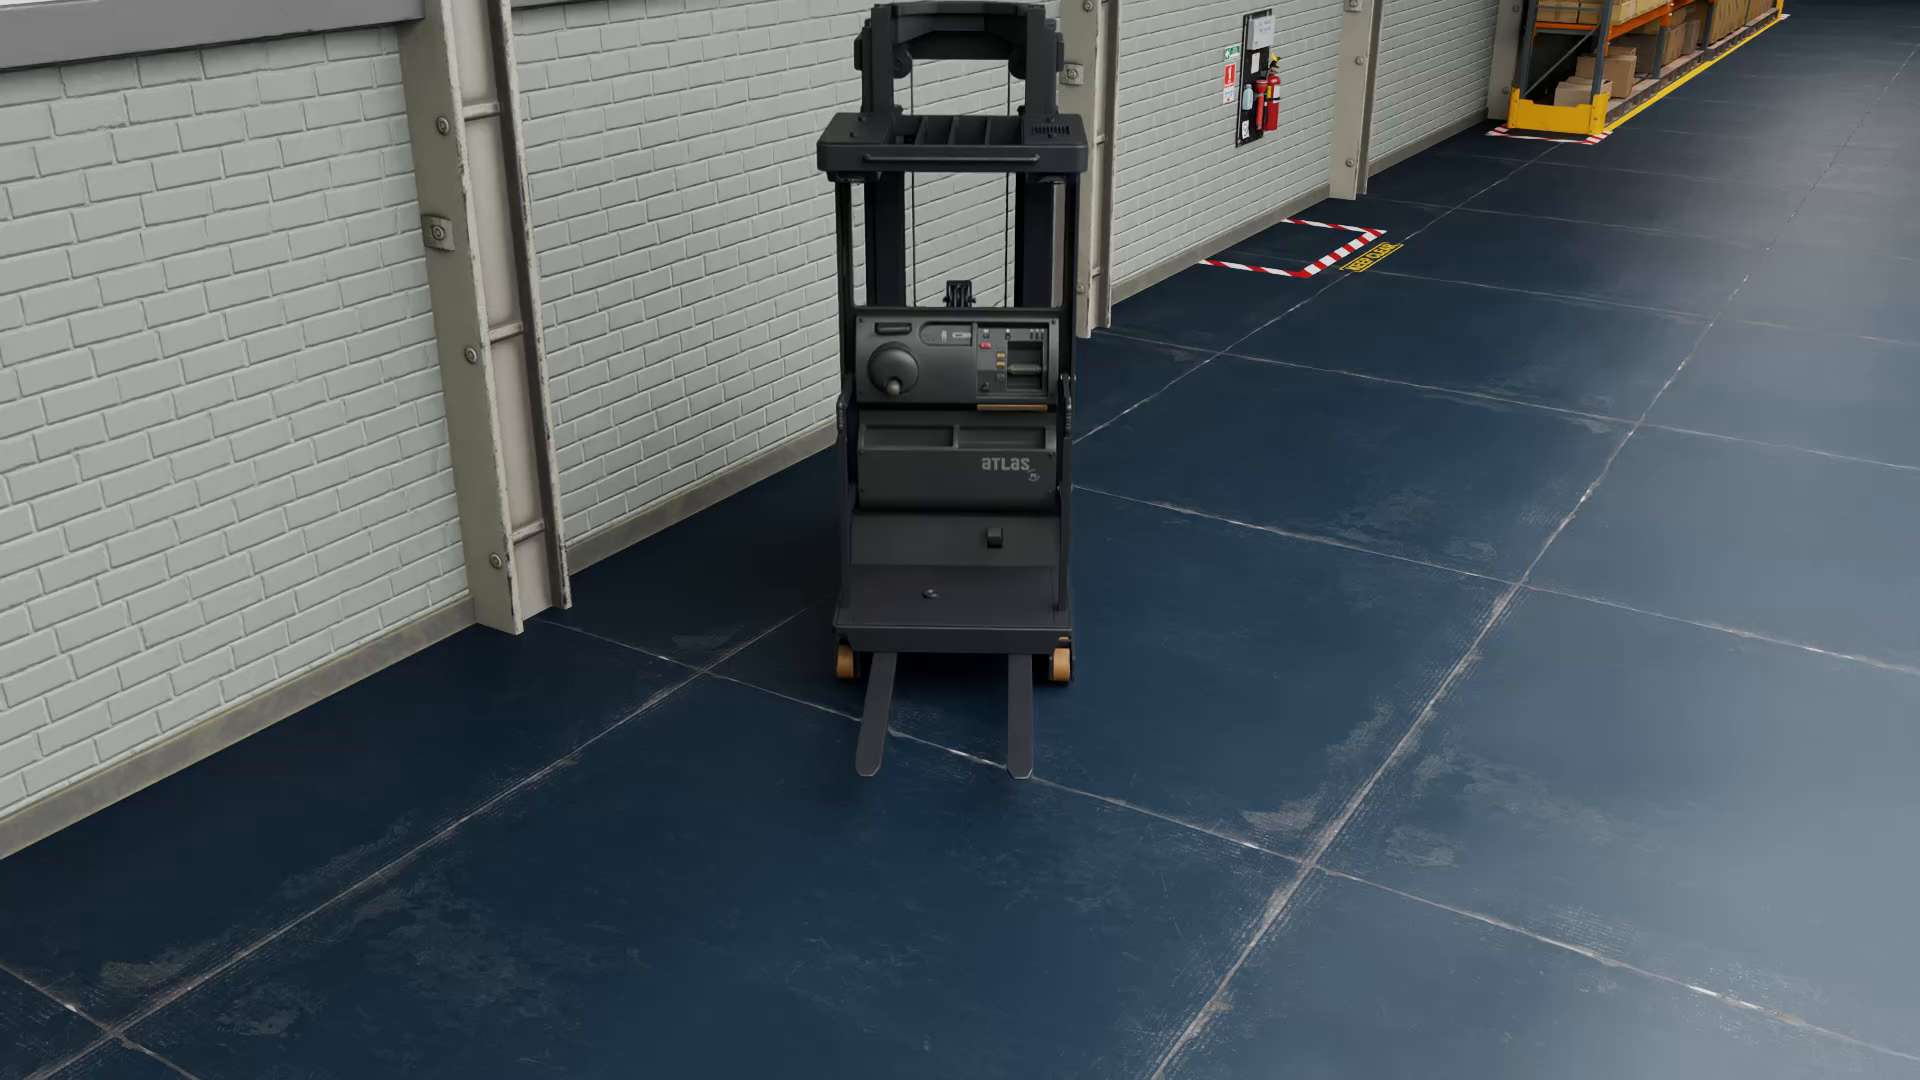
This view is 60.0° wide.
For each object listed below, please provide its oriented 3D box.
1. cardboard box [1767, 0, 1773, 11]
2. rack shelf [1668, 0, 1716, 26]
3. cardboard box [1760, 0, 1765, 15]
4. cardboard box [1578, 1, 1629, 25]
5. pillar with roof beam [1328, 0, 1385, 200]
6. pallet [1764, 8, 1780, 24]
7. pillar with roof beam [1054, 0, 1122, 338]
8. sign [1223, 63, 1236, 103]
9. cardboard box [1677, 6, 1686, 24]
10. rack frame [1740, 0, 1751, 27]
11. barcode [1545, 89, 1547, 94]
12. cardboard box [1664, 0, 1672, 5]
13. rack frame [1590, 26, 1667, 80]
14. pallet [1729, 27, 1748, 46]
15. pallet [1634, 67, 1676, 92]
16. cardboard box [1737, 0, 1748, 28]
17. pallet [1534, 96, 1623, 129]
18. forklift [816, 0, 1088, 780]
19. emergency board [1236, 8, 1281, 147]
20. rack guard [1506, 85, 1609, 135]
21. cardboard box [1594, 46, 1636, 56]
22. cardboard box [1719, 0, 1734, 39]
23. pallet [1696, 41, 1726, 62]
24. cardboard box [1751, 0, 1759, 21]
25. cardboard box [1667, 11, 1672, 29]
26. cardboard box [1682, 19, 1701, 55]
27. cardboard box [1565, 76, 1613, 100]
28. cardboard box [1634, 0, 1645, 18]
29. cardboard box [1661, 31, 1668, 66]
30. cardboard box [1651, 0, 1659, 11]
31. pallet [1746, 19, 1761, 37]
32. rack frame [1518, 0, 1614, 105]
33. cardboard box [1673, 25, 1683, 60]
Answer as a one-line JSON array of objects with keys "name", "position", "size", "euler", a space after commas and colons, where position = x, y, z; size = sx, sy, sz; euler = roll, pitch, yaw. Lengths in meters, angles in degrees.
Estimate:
[{"name": "cardboard box", "position": [15.808, -10.854, 33.165], "size": [0.700, 0.500, 0.500], "euler": [14, 27, 29]}, {"name": "rack shelf", "position": [10.818, -8.360, 25.692], "size": [1.077, 0.370, 4.000], "euler": [14, 27, 29]}, {"name": "cardboard box", "position": [15.280, -10.515, 32.382], "size": [0.700, 0.500, 0.500], "euler": [13, 27, 27]}, {"name": "cardboard box", "position": [8.180, -6.704, 21.124], "size": [0.500, 0.250, 0.500], "euler": [13, 27, 27]}, {"name": "pillar with roof beam", "position": [7.780, -6.909, 13.882], "size": [9.100, 9.000, 0.400], "euler": [14, 27, 29]}, {"name": "pallet", "position": [15.737, -10.500, 33.238], "size": [1.003, 0.211, 1.213], "euler": [14, 27, 29]}, {"name": "pillar with roof beam", "position": [4.615, -4.884, 9.204], "size": [9.100, 9.000, 0.400], "euler": [14, 27, 29]}, {"name": "sign", "position": [2.407, -4.083, 14.861], "size": [0.001, 0.329, 0.234], "euler": [14, 27, 29]}, {"name": "cardboard box", "position": [11.183, -8.331, 26.368], "size": [0.500, 0.250, 0.500], "euler": [14, 27, 30]}, {"name": "rack frame", "position": [13.983, -10.716, 30.227], "size": [1.000, 3.000, 0.127], "euler": [14, 27, 29]}, {"name": "barcode", "position": [7.764, -5.942, 22.020], "size": [0.001, 0.075, 0.075], "euler": [14, 27, 29]}, {"name": "cardboard box", "position": [9.770, -7.732, 23.500], "size": [0.500, 0.250, 0.500], "euler": [14, 27, 29]}, {"name": "rack frame", "position": [9.763, -8.015, 23.990], "size": [1.000, 3.000, 0.127], "euler": [14, 27, 29]}, {"name": "pallet", "position": [13.640, -9.160, 30.143], "size": [1.003, 0.211, 1.213], "euler": [14, 27, 29]}, {"name": "pallet", "position": [10.172, -6.999, 25.152], "size": [1.003, 0.211, 1.213], "euler": [14, 27, 29]}, {"name": "cardboard box", "position": [13.750, -9.675, 30.001], "size": [0.750, 0.750, 0.750], "euler": [14, 27, 30]}, {"name": "pallet", "position": [8.151, -5.678, 22.101], "size": [1.003, 0.211, 1.213], "euler": [14, 27, 29]}, {"name": "forklift", "position": [-0.018, -0.810, 7.432], "size": [1.130, 2.935, 3.031], "euler": [1, 23, 2]}, {"name": "emergency board", "position": [2.786, -4.232, 15.250], "size": [0.194, 1.169, 0.643], "euler": [14, 27, 29]}, {"name": "rack guard", "position": [7.693, -5.544, 21.427], "size": [1.175, 0.500, 0.348], "euler": [14, 27, 29]}, {"name": "cardboard box", "position": [9.249, -6.712, 23.570], "size": [0.500, 0.500, 0.500], "euler": [12, 26, 25]}, {"name": "cardboard box", "position": [12.840, -9.087, 28.642], "size": [0.750, 0.750, 0.750], "euler": [14, 27, 29]}, {"name": "pallet", "position": [12.353, -8.336, 28.241], "size": [1.003, 0.211, 1.213], "euler": [14, 27, 29]}, {"name": "cardboard box", "position": [14.732, -10.161, 31.564], "size": [0.700, 0.500, 0.500], "euler": [14, 27, 28]}, {"name": "cardboard box", "position": [10.638, -7.992, 25.584], "size": [0.500, 0.250, 0.500], "euler": [13, 27, 27]}, {"name": "cardboard box", "position": [11.537, -8.166, 26.931], "size": [0.700, 0.500, 0.500], "euler": [14, 27, 30]}, {"name": "cardboard box", "position": [8.395, -6.041, 22.258], "size": [0.500, 0.311, 0.500], "euler": [16, 28, 33]}, {"name": "cardboard box", "position": [8.716, -7.053, 21.930], "size": [0.500, 0.250, 0.500], "euler": [13, 27, 28]}, {"name": "cardboard box", "position": [10.367, -7.507, 25.408], "size": [0.700, 0.500, 0.500], "euler": [13, 27, 28]}, {"name": "cardboard box", "position": [9.248, -7.393, 22.716], "size": [0.500, 0.250, 0.500], "euler": [14, 27, 29]}, {"name": "pallet", "position": [14.450, -9.676, 31.336], "size": [1.003, 0.211, 1.213], "euler": [14, 27, 29]}, {"name": "rack frame", "position": [7.653, -6.665, 20.871], "size": [1.000, 3.000, 0.127], "euler": [14, 27, 29]}, {"name": "cardboard box", "position": [10.929, -7.843, 26.185], "size": [0.700, 0.500, 0.500], "euler": [14, 27, 29]}]
